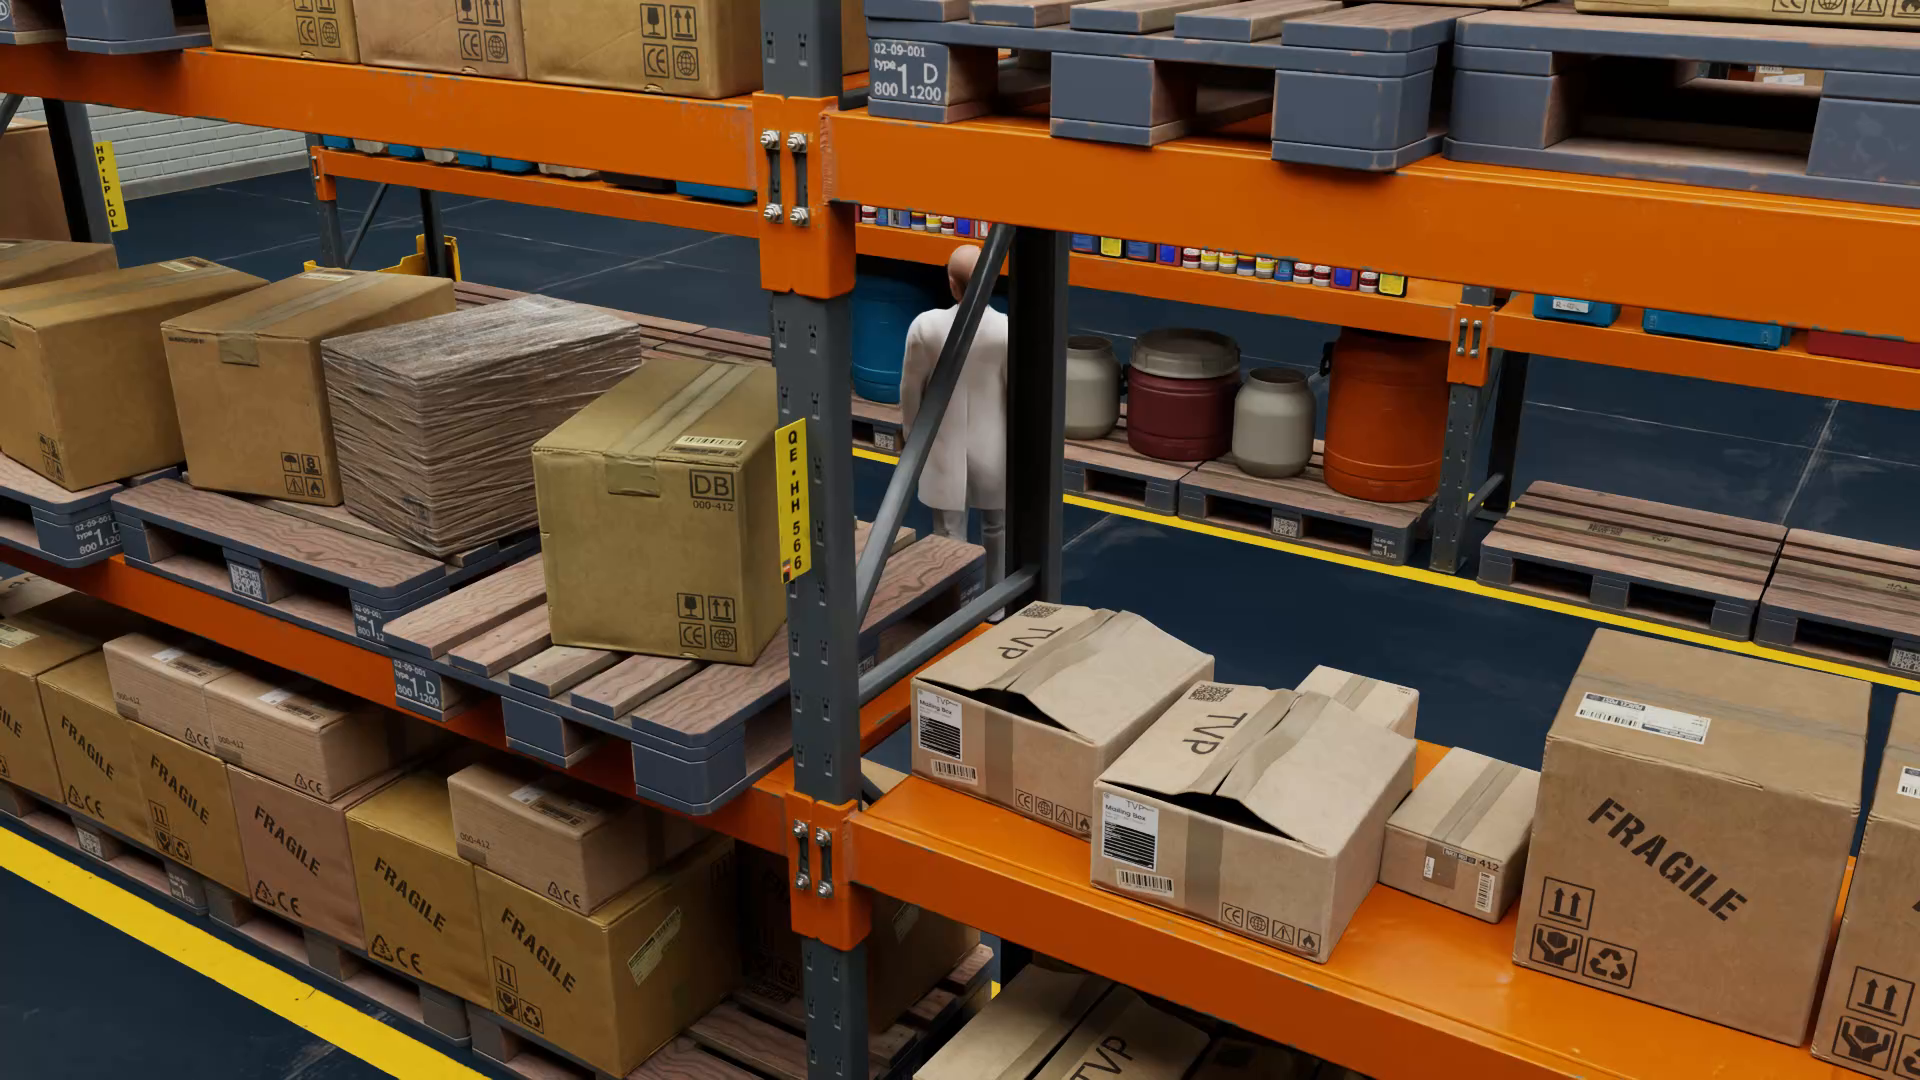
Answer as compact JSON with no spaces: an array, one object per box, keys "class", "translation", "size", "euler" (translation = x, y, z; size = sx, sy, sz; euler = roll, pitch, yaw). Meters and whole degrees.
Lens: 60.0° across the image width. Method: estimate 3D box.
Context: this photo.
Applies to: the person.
[{"class":"person","translation":[0.060,-0.385,7.027],"size":[0.630,1.756,1.012],"euler":[4,23,9]}]
